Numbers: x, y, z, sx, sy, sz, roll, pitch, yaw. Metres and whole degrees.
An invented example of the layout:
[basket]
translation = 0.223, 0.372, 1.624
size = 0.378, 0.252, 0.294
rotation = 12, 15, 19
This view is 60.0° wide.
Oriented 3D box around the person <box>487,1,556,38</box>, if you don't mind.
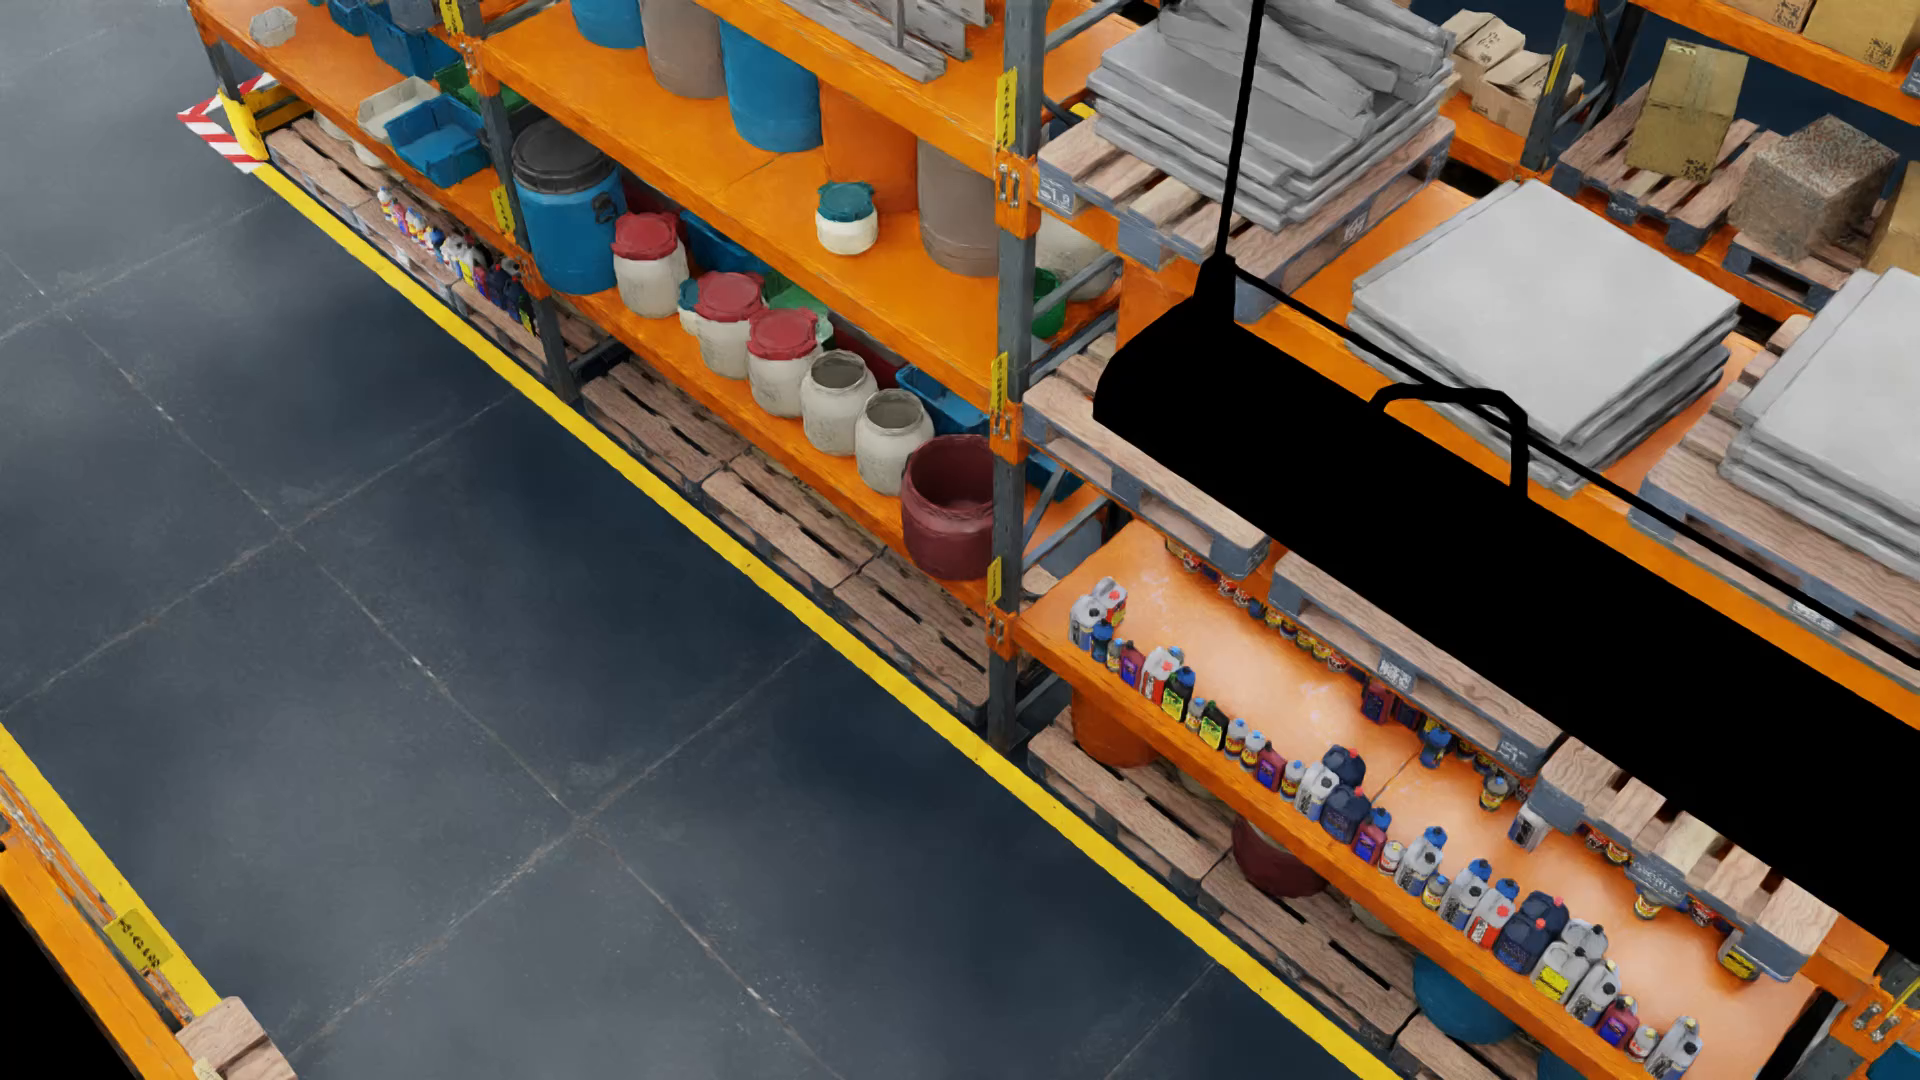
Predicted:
[person]
translation = -3.694, -4.772, 13.259
size = 0.853, 1.722, 0.728
rotation = 20, 53, 16
